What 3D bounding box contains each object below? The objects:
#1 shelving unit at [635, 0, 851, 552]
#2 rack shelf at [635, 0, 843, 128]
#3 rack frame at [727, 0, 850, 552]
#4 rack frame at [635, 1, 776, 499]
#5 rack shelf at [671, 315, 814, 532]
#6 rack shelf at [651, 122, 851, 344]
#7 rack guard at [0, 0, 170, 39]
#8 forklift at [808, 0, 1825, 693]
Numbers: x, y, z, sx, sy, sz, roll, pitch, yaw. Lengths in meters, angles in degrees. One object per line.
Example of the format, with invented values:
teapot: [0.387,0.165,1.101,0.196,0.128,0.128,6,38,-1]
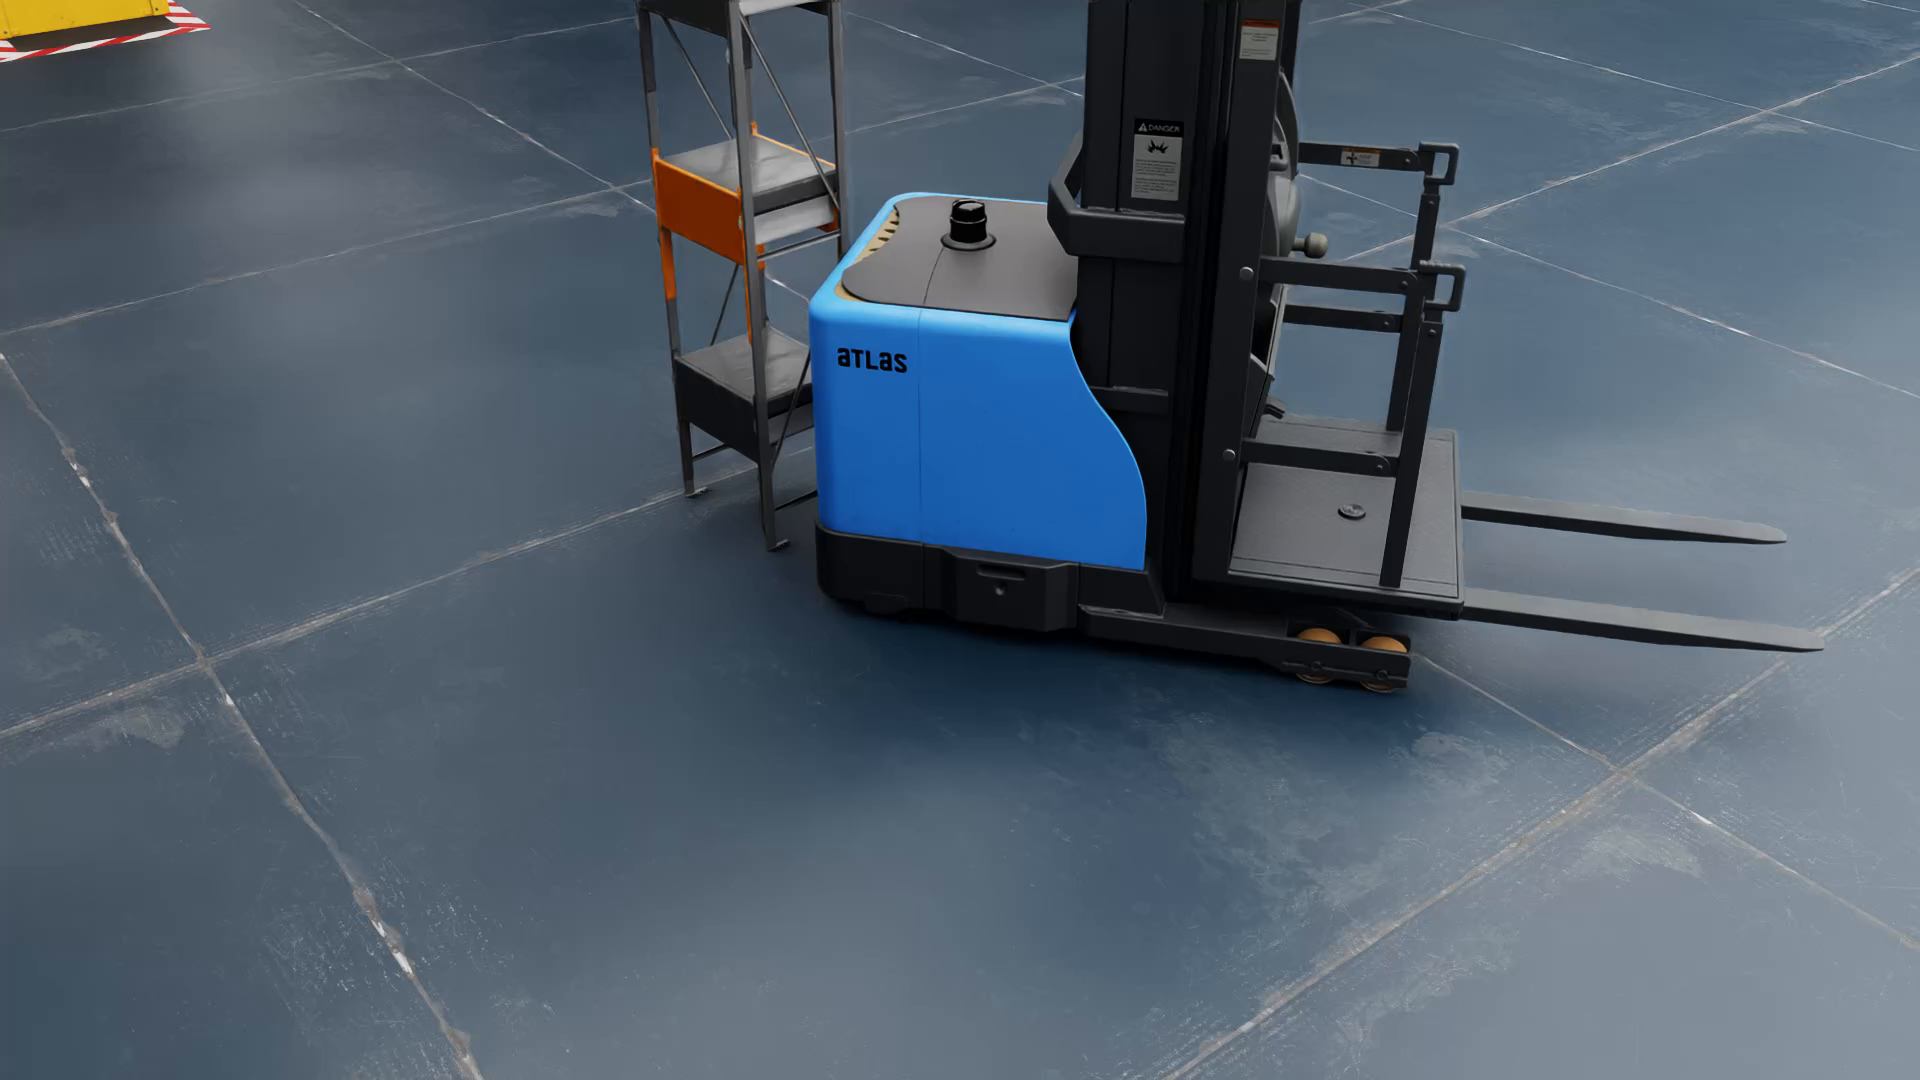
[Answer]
shelving unit: [-0.674,-1.018,5.400,0.431,2.100,0.503,-26,40,-35]
rack shelf: [-0.674,-1.601,5.037,0.431,0.518,0.480,-26,40,-35]
rack frame: [-0.510,-0.923,5.246,0.400,2.100,0.015,-26,40,-35]
rack frame: [-0.838,-1.114,5.553,0.400,2.100,0.015,-26,40,-35]
rack shelf: [-0.674,-0.412,5.776,0.431,0.518,0.480,-26,40,-35]
rack shelf: [-0.674,-1.007,5.407,0.431,0.518,0.480,-26,40,-35]
rack guard: [-6.129,-3.817,11.421,1.175,0.500,0.348,-22,38,-31]
forklift: [1.112,-1.095,4.736,3.031,2.935,1.130,7,33,11]
